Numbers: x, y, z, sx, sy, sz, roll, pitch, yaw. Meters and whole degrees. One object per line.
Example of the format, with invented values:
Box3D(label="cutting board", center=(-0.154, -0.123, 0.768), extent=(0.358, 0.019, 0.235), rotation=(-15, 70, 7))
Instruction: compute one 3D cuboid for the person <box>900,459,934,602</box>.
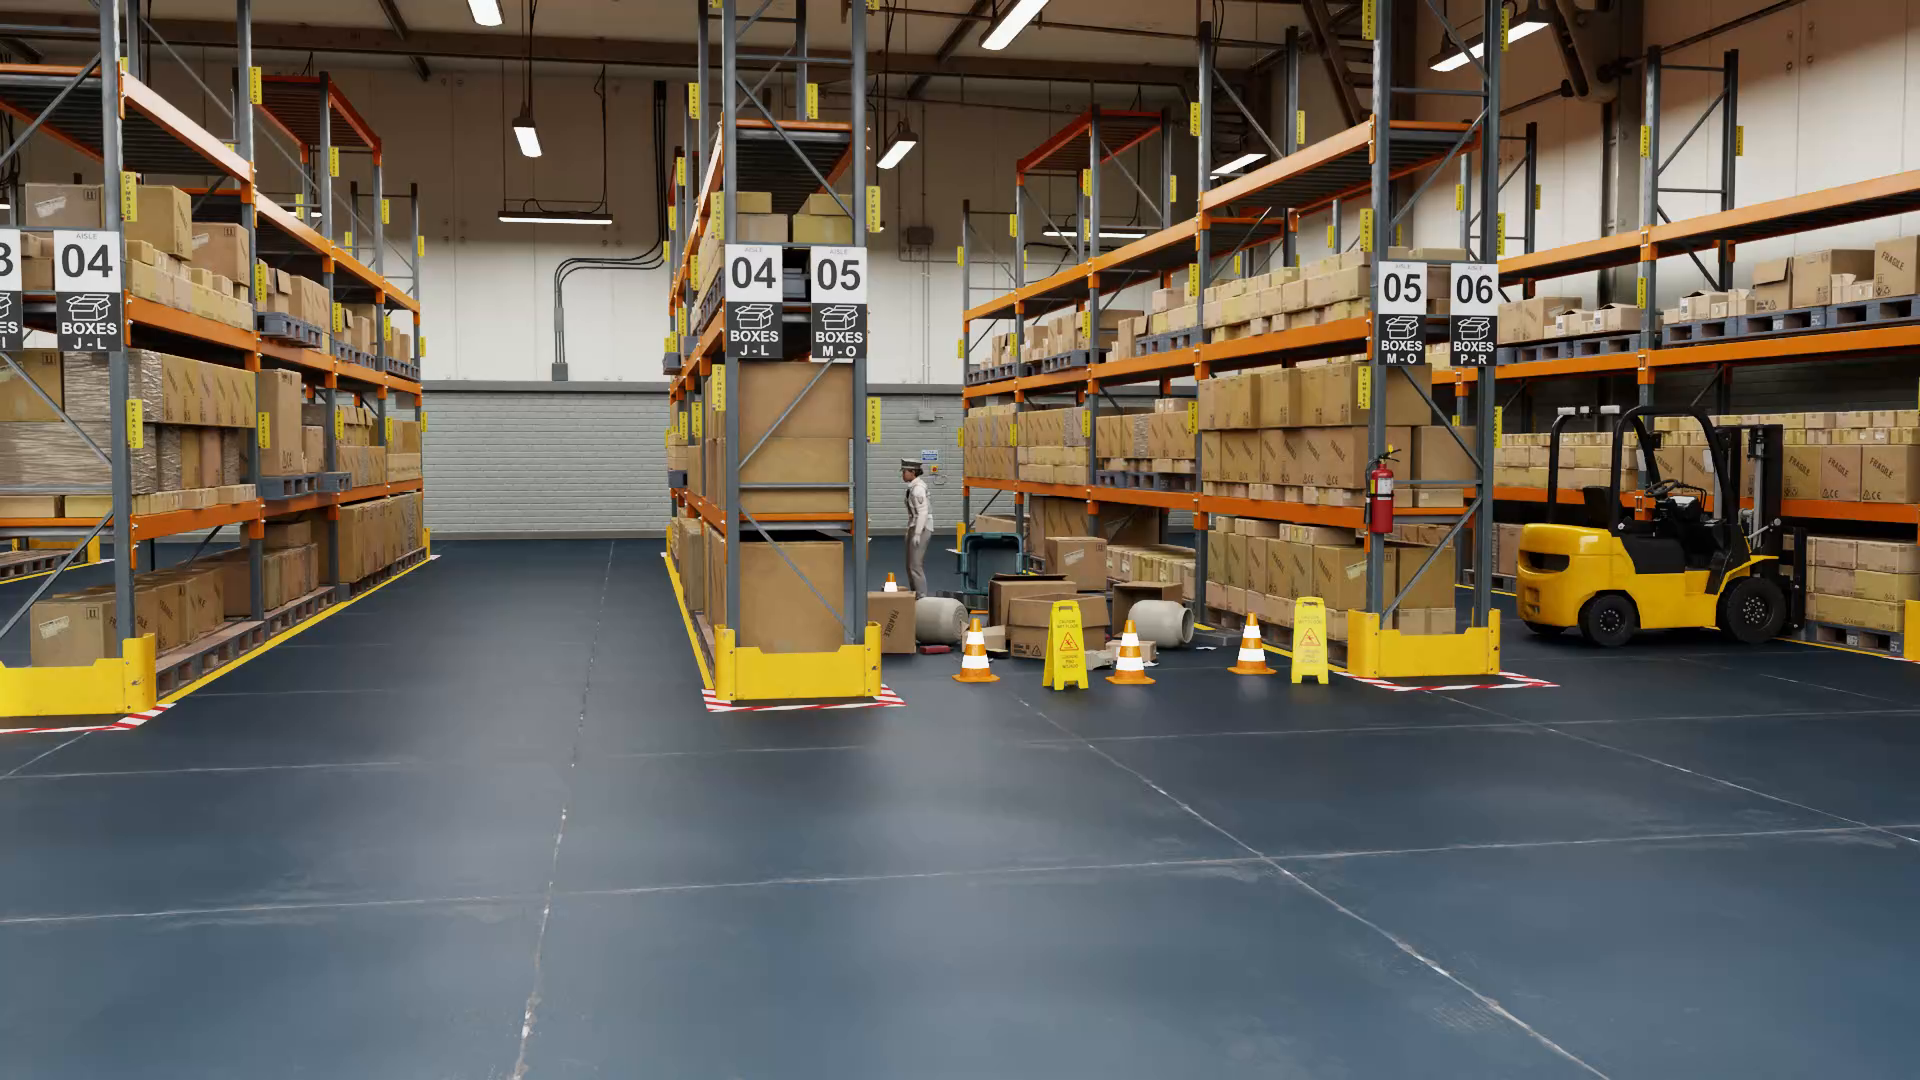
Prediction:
Box3D(label="person", center=(-0.483, -0.064, 18.284), extent=(0.376, 1.663, 0.527), rotation=(-1, 3, -12))
